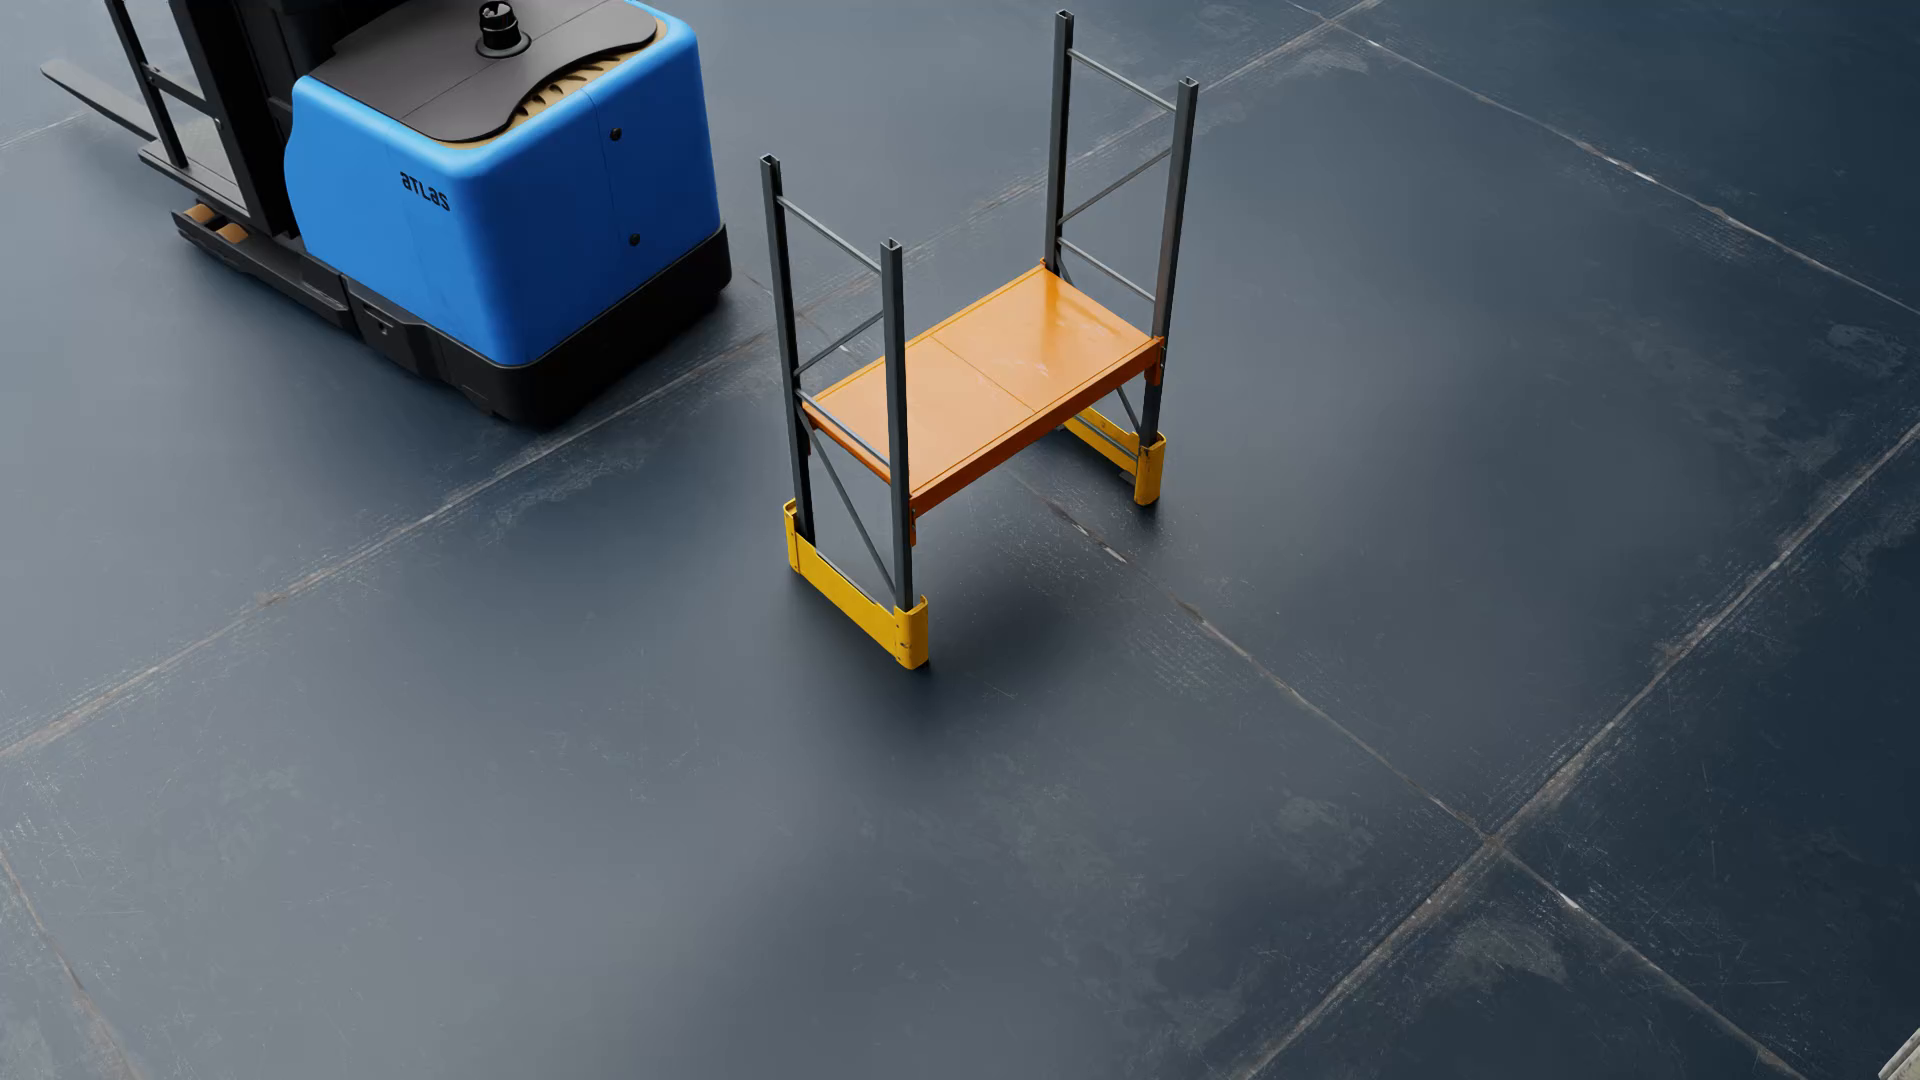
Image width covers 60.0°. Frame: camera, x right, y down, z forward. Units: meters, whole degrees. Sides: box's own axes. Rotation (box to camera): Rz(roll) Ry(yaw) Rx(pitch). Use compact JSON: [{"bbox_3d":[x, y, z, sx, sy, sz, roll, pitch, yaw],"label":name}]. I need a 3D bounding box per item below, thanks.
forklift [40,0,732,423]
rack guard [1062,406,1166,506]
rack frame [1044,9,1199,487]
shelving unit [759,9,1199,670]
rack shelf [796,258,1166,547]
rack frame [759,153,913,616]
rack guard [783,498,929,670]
[{"bbox_3d":[-2.309,-2.280,5.359,3.031,2.935,1.130,29,54,24],"label":"forklift"},{"bbox_3d":[0.425,-0.369,5.420,0.087,0.250,0.587,-34,56,-27],"label":"rack guard"},{"bbox_3d":[0.439,-0.802,4.970,0.032,1.500,0.500,-34,56,-27],"label":"rack frame"},{"bbox_3d":[0.056,-0.546,4.734,1.083,1.500,0.587,-34,56,-27],"label":"shelving unit"},{"bbox_3d":[0.063,-0.429,4.870,1.000,0.185,0.538,-34,56,-27],"label":"rack shelf"},{"bbox_3d":[-0.313,-0.299,4.506,0.032,1.500,0.500,-34,56,-27],"label":"rack frame"},{"bbox_3d":[-0.312,0.124,4.966,0.087,0.250,0.587,-34,56,-27],"label":"rack guard"}]
